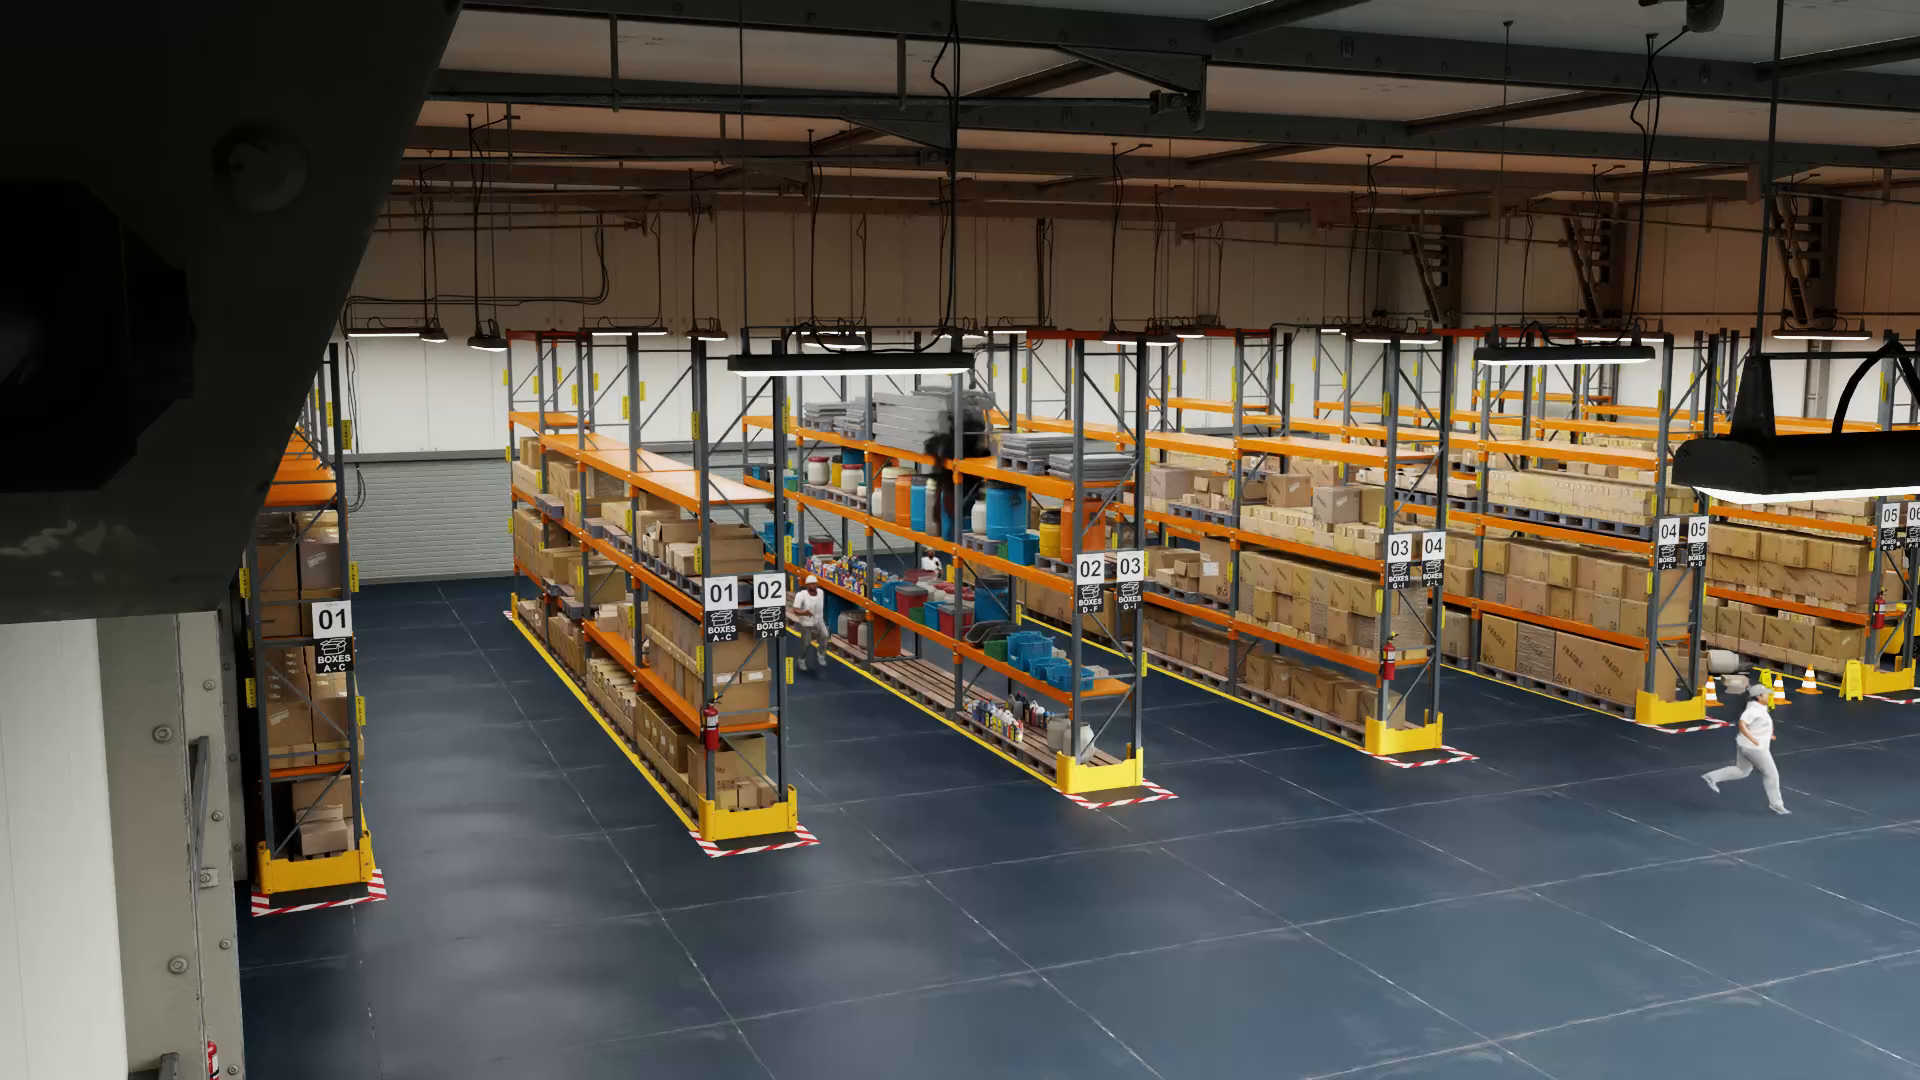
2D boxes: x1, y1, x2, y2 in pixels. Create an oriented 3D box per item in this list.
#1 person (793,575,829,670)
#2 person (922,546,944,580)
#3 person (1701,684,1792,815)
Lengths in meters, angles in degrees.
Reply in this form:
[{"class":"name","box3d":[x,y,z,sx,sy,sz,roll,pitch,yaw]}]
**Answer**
[{"class":"person","box3d":[-2.624,1.458,29.144,0.640,1.731,0.915,-3,8,-21]},{"class":"person","box3d":[-0.611,0.904,33.937,0.625,1.663,0.533,-3,8,-22]},{"class":"person","box3d":[10.089,2.661,21.244,1.075,1.680,0.577,2,8,12]}]
